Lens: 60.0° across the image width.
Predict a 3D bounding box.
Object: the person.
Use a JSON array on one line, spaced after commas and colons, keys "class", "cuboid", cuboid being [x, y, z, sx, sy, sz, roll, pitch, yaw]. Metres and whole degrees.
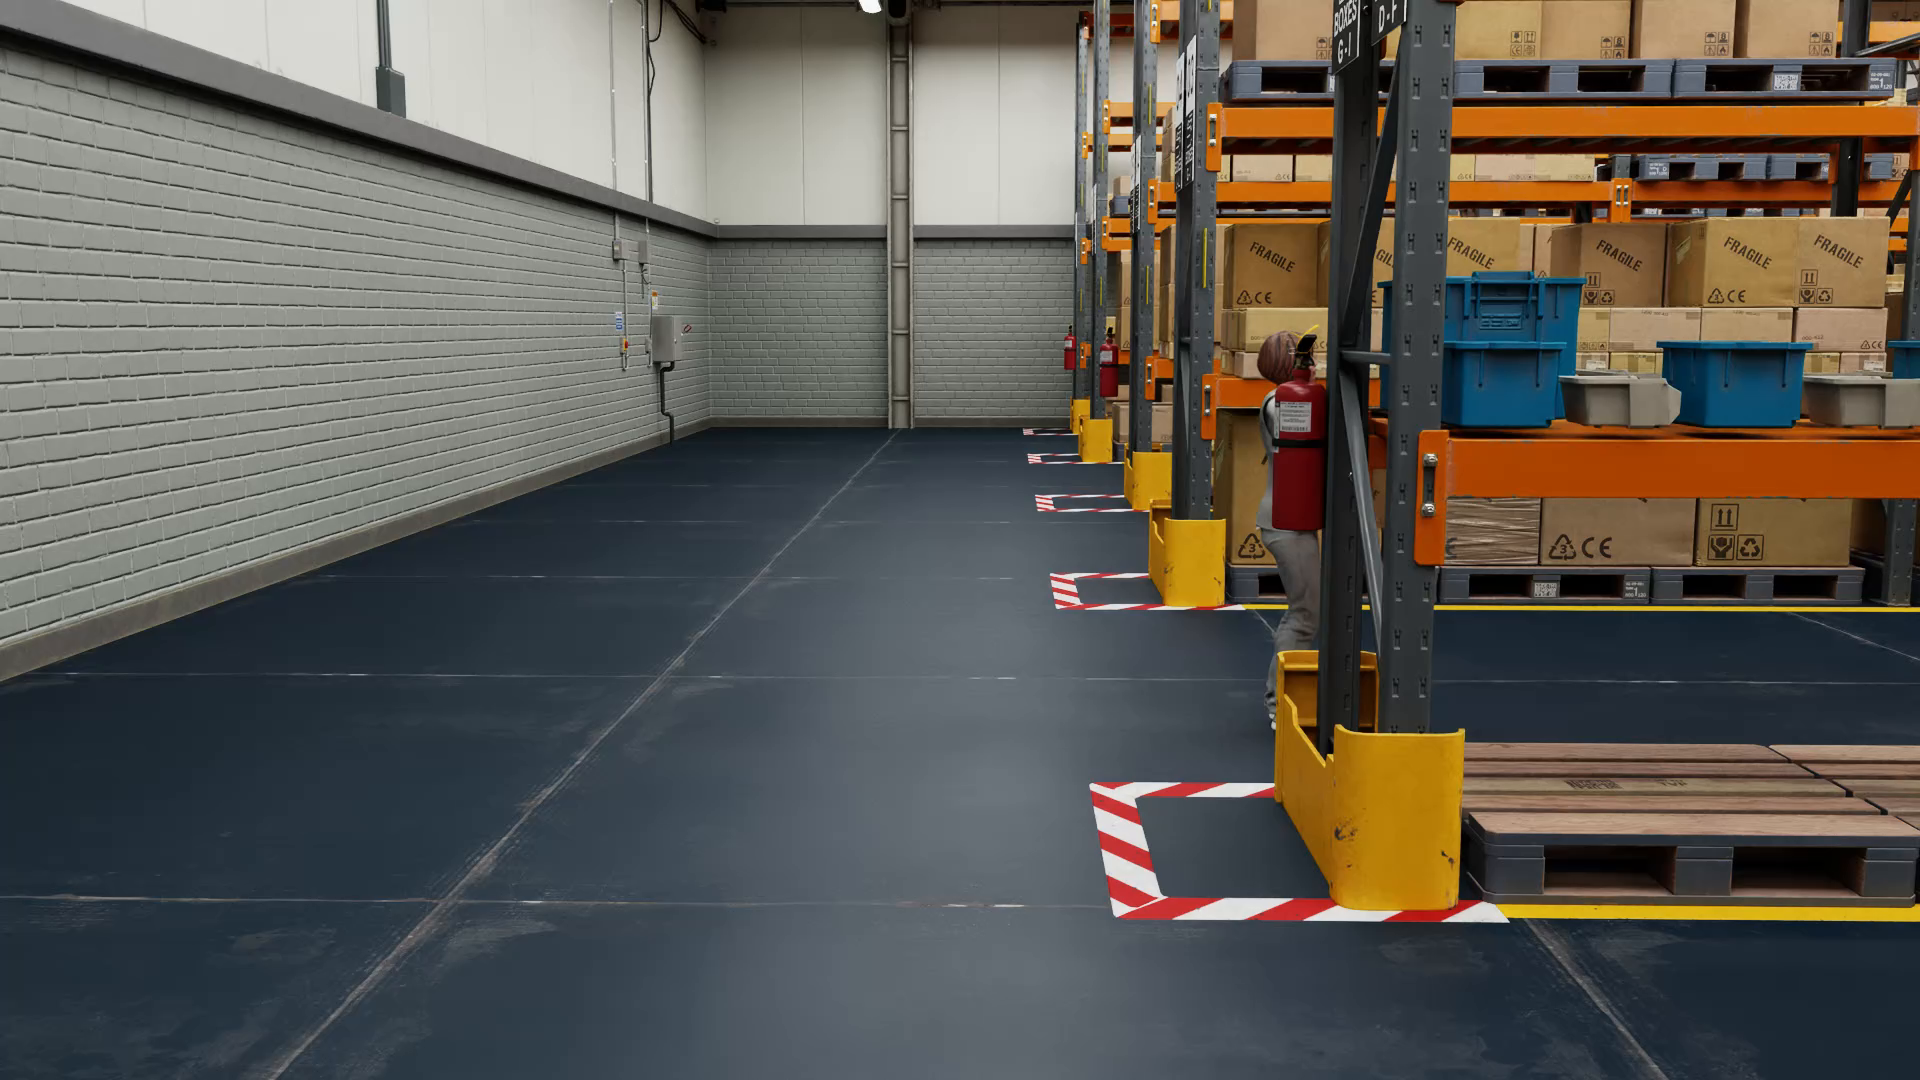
[{"class": "person", "cuboid": [1.407, -0.029, 6.568, 0.495, 1.588, 0.406, 2, 8, 16]}]
